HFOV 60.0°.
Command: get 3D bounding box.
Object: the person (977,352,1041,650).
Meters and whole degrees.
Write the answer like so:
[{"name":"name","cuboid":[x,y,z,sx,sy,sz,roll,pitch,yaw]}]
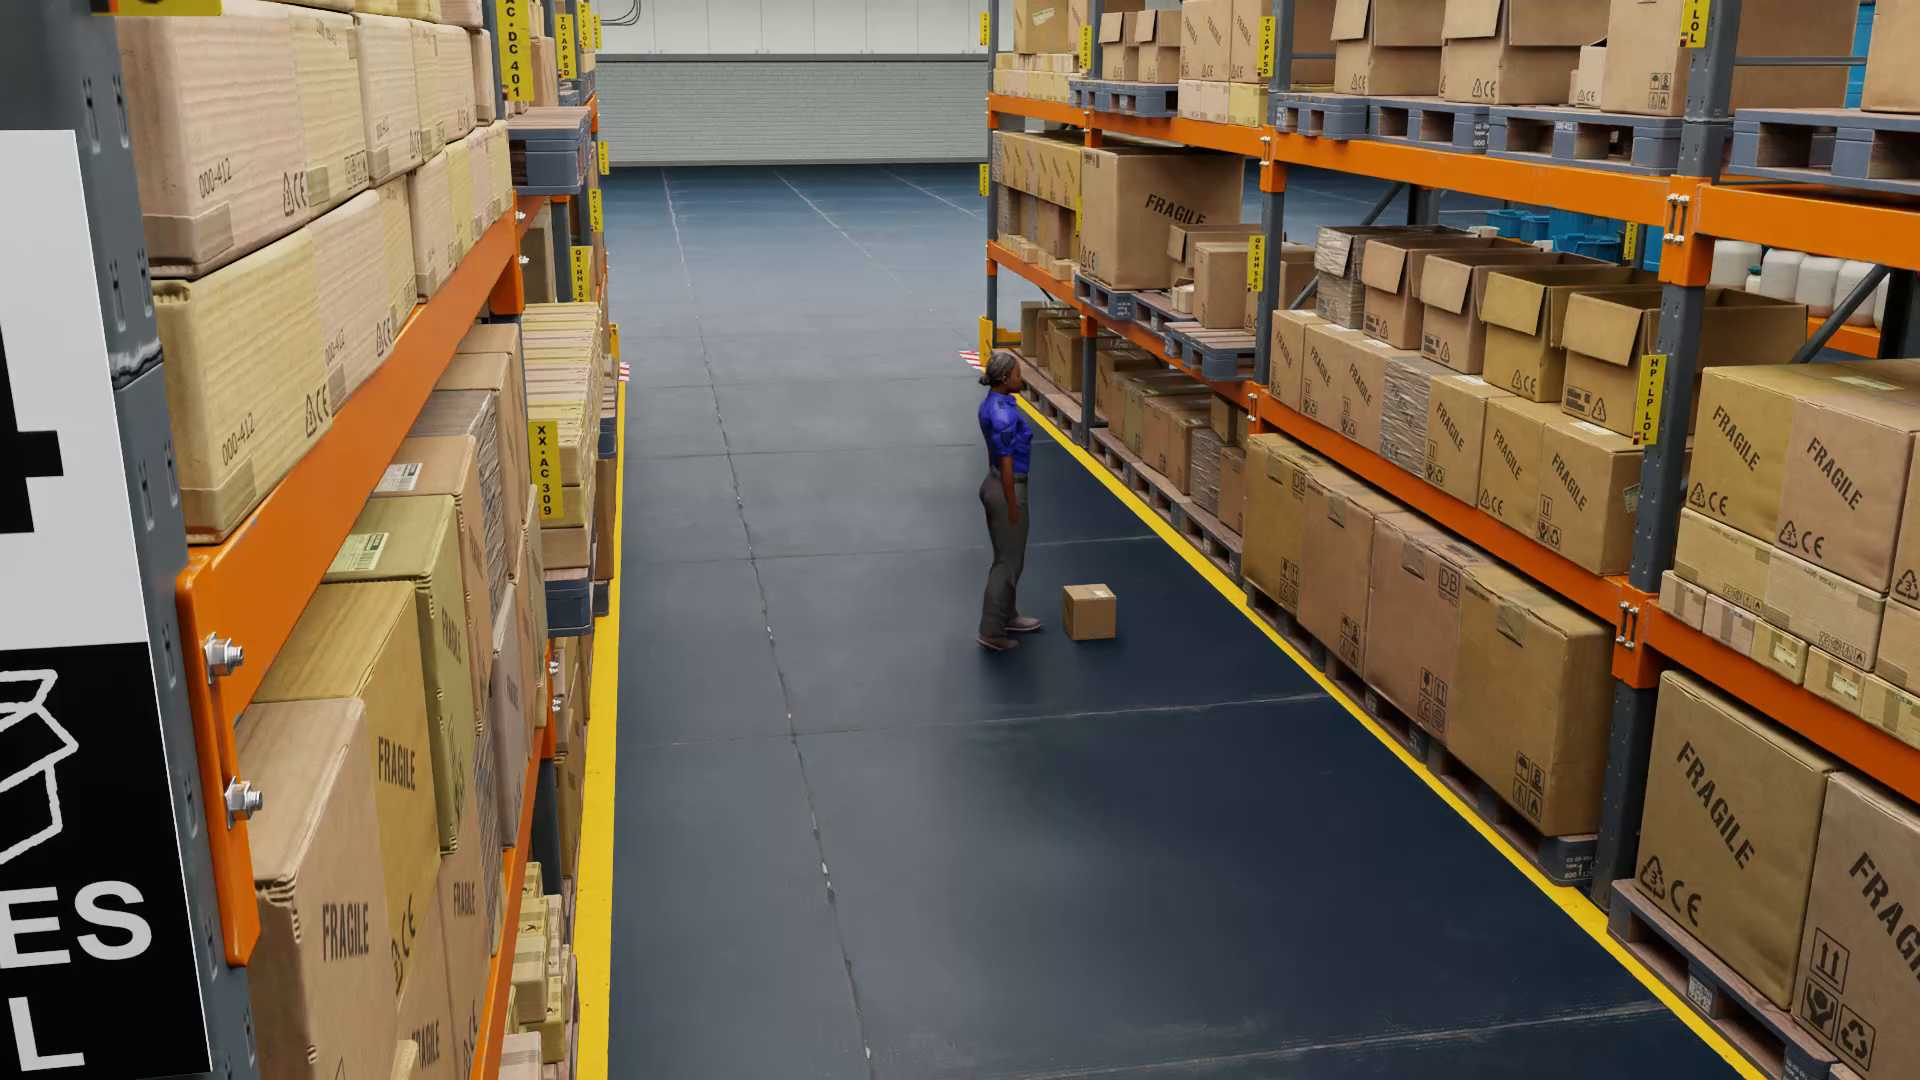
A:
[{"name":"person","cuboid":[0.277,-0.215,9.339,0.428,1.698,0.466,-3,17,-9]}]
